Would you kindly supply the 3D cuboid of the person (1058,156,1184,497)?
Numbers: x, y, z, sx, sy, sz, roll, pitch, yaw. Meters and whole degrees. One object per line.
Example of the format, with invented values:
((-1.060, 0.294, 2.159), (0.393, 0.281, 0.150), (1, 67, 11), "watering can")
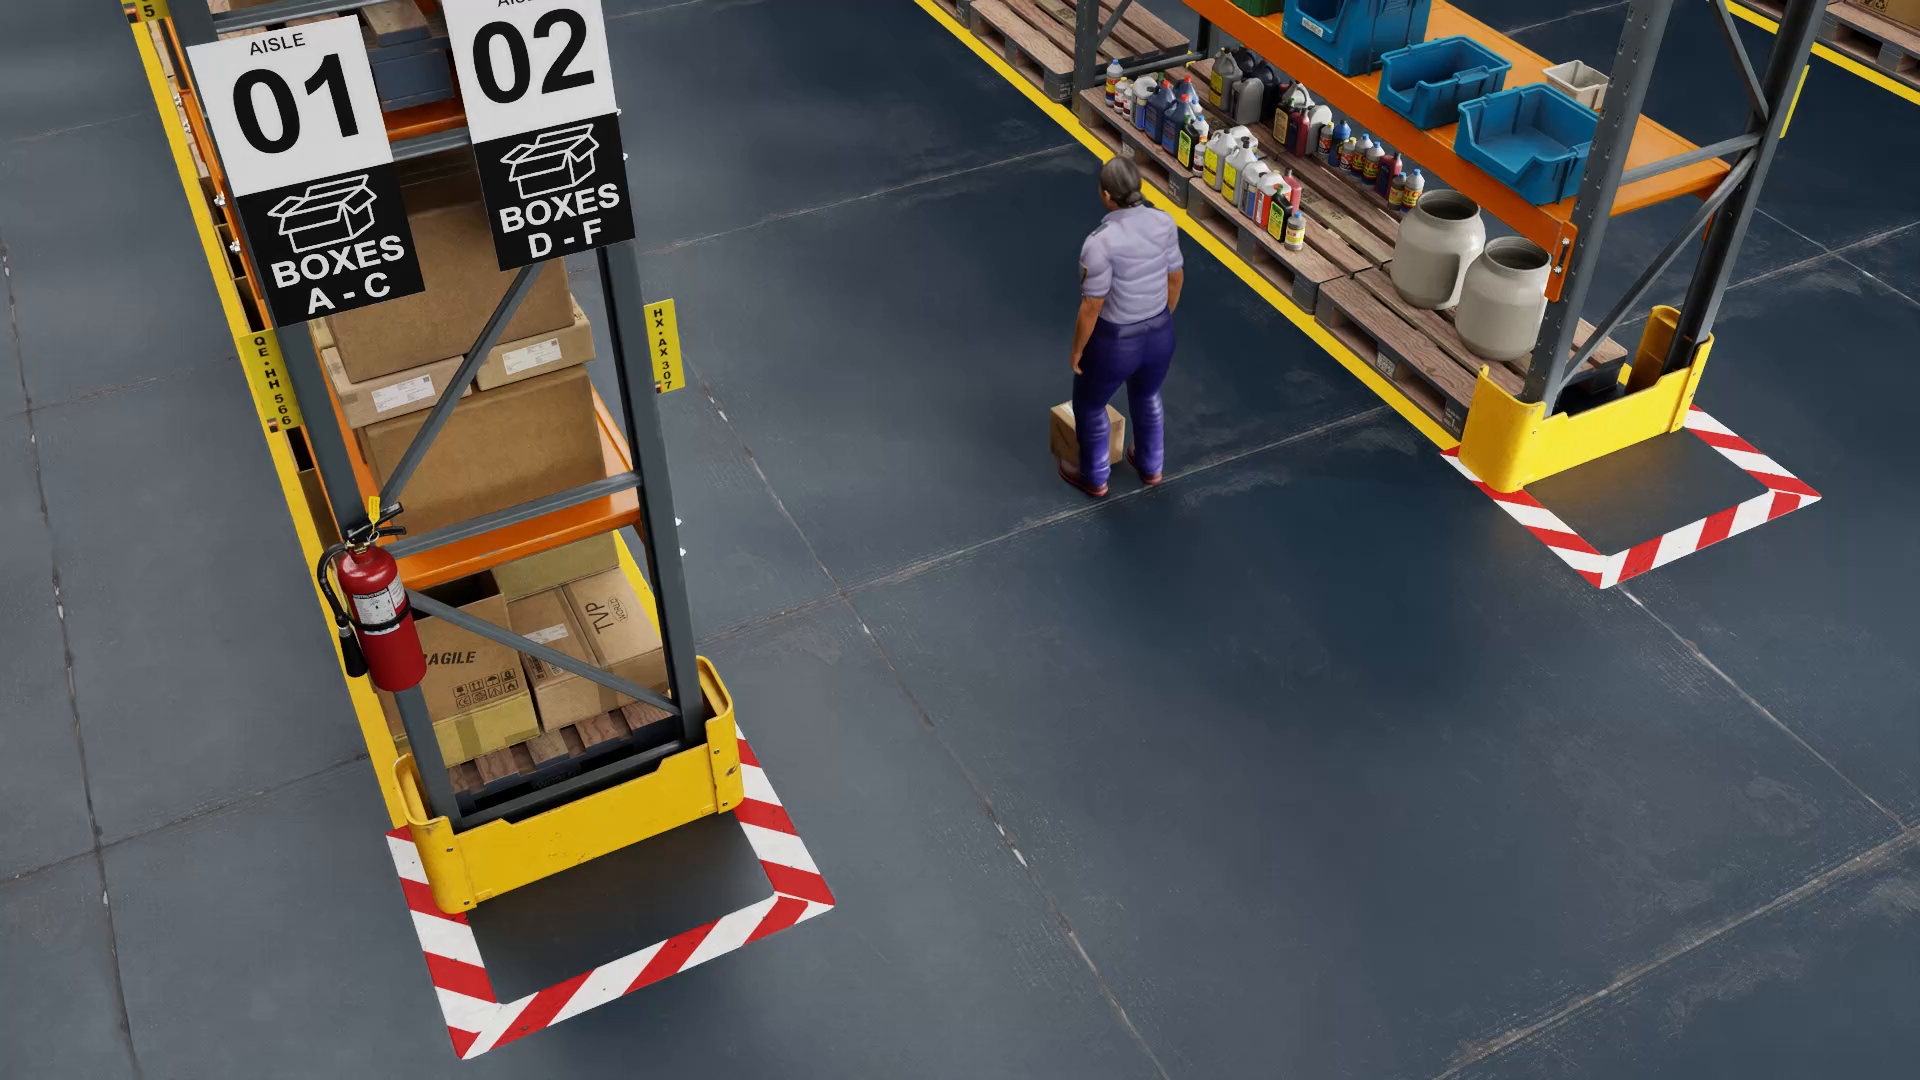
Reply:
((0.697, -0.894, 7.176), (0.549, 1.650, 0.425), (-21, 46, -22), "person")
